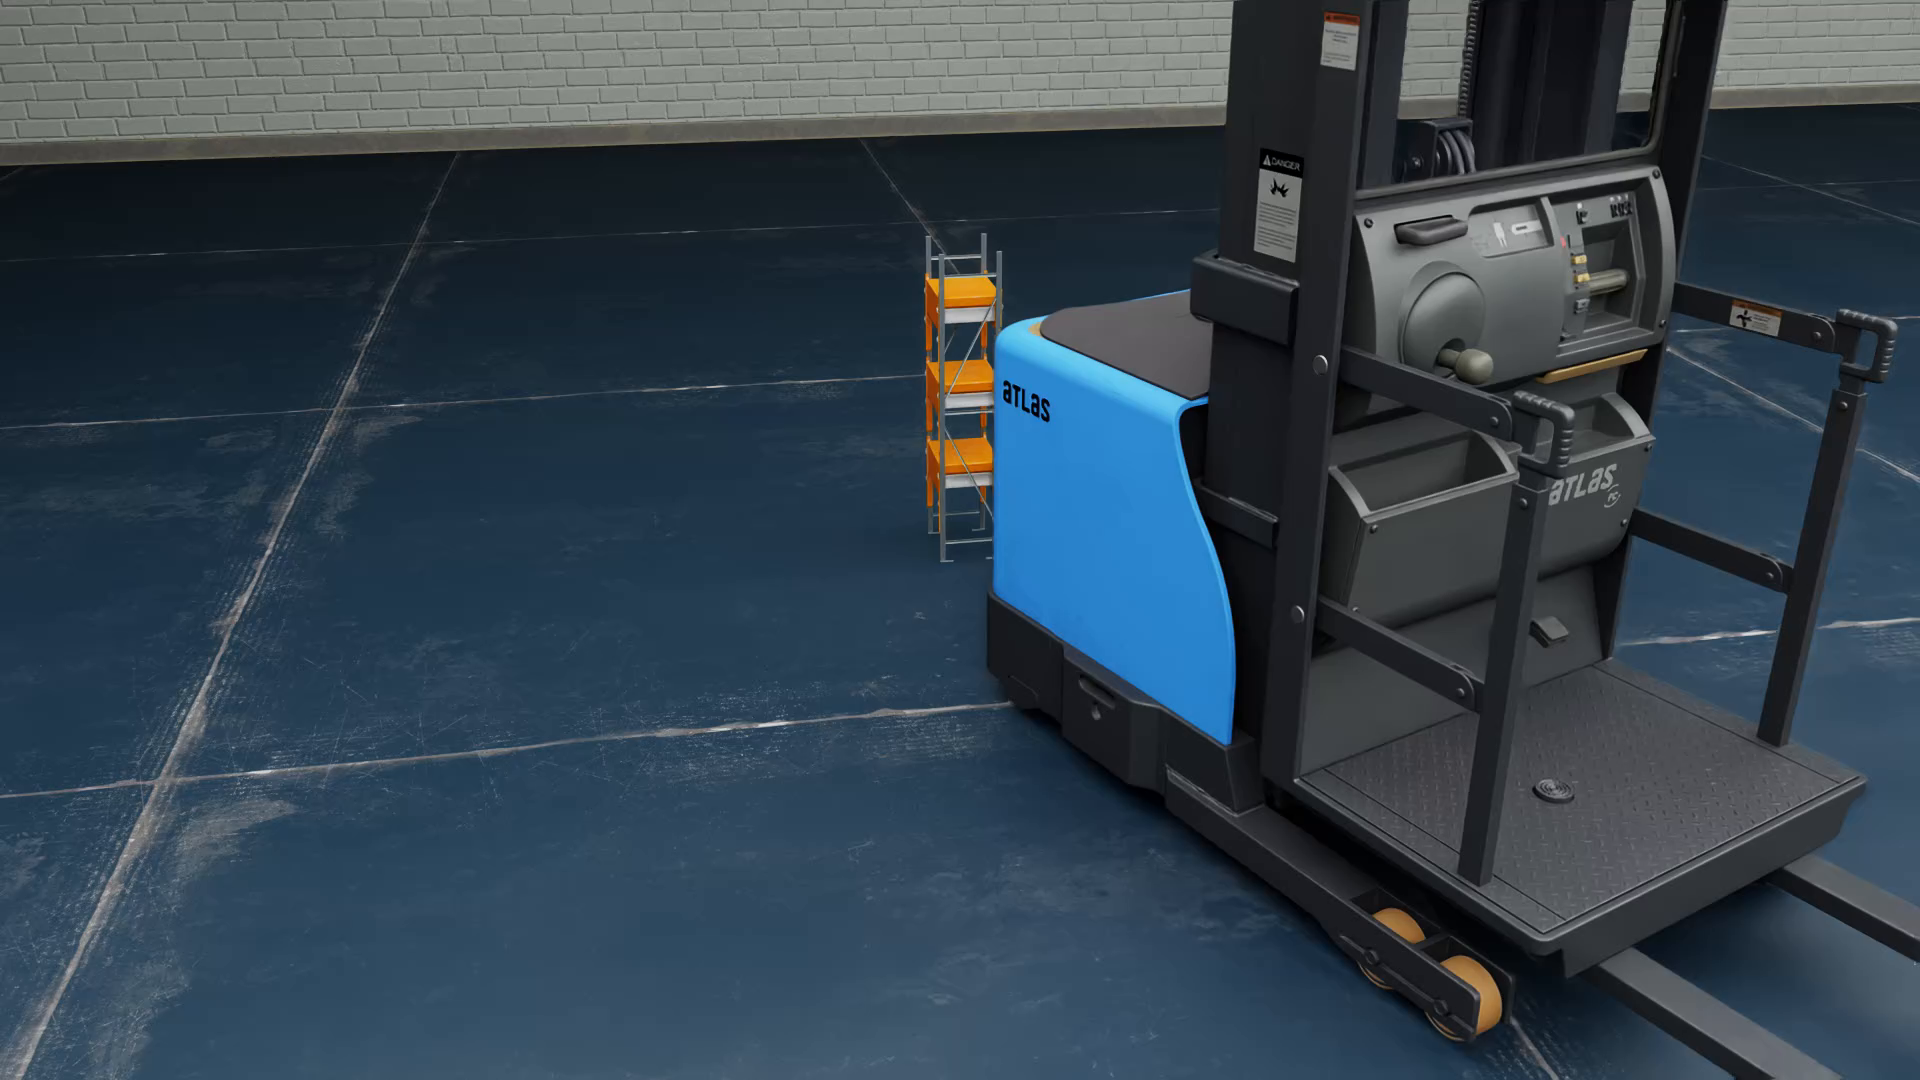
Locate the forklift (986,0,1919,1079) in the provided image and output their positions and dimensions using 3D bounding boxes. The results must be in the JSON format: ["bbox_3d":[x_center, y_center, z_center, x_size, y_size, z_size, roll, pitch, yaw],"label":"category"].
[{"bbox_3d":[1.294,-0.536,3.314,1.130,2.935,3.031,-14,27,-30],"label":"forklift"}]

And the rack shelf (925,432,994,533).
[{"bbox_3d":[0.010,-0.196,5.607,0.215,0.259,0.240,-4,24,-10],"label":"rack shelf"}]

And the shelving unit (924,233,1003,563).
[{"bbox_3d":[0.010,-0.460,5.492,0.215,1.050,0.252,-4,24,-10],"label":"shelving unit"}]

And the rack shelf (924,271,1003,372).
[{"bbox_3d":[0.010,-0.710,5.382,0.215,0.259,0.240,-4,24,-10],"label":"rack shelf"}]

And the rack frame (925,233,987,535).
[{"bbox_3d":[-0.013,-0.508,5.602,0.200,1.050,0.008,-4,24,-10],"label":"rack frame"}]

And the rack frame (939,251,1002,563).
[{"bbox_3d":[0.032,-0.412,5.382,0.200,1.050,0.008,-4,24,-10],"label":"rack frame"}]

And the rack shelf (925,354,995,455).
[{"bbox_3d":[0.010,-0.450,5.496,0.215,0.259,0.240,-4,24,-10],"label":"rack shelf"}]
